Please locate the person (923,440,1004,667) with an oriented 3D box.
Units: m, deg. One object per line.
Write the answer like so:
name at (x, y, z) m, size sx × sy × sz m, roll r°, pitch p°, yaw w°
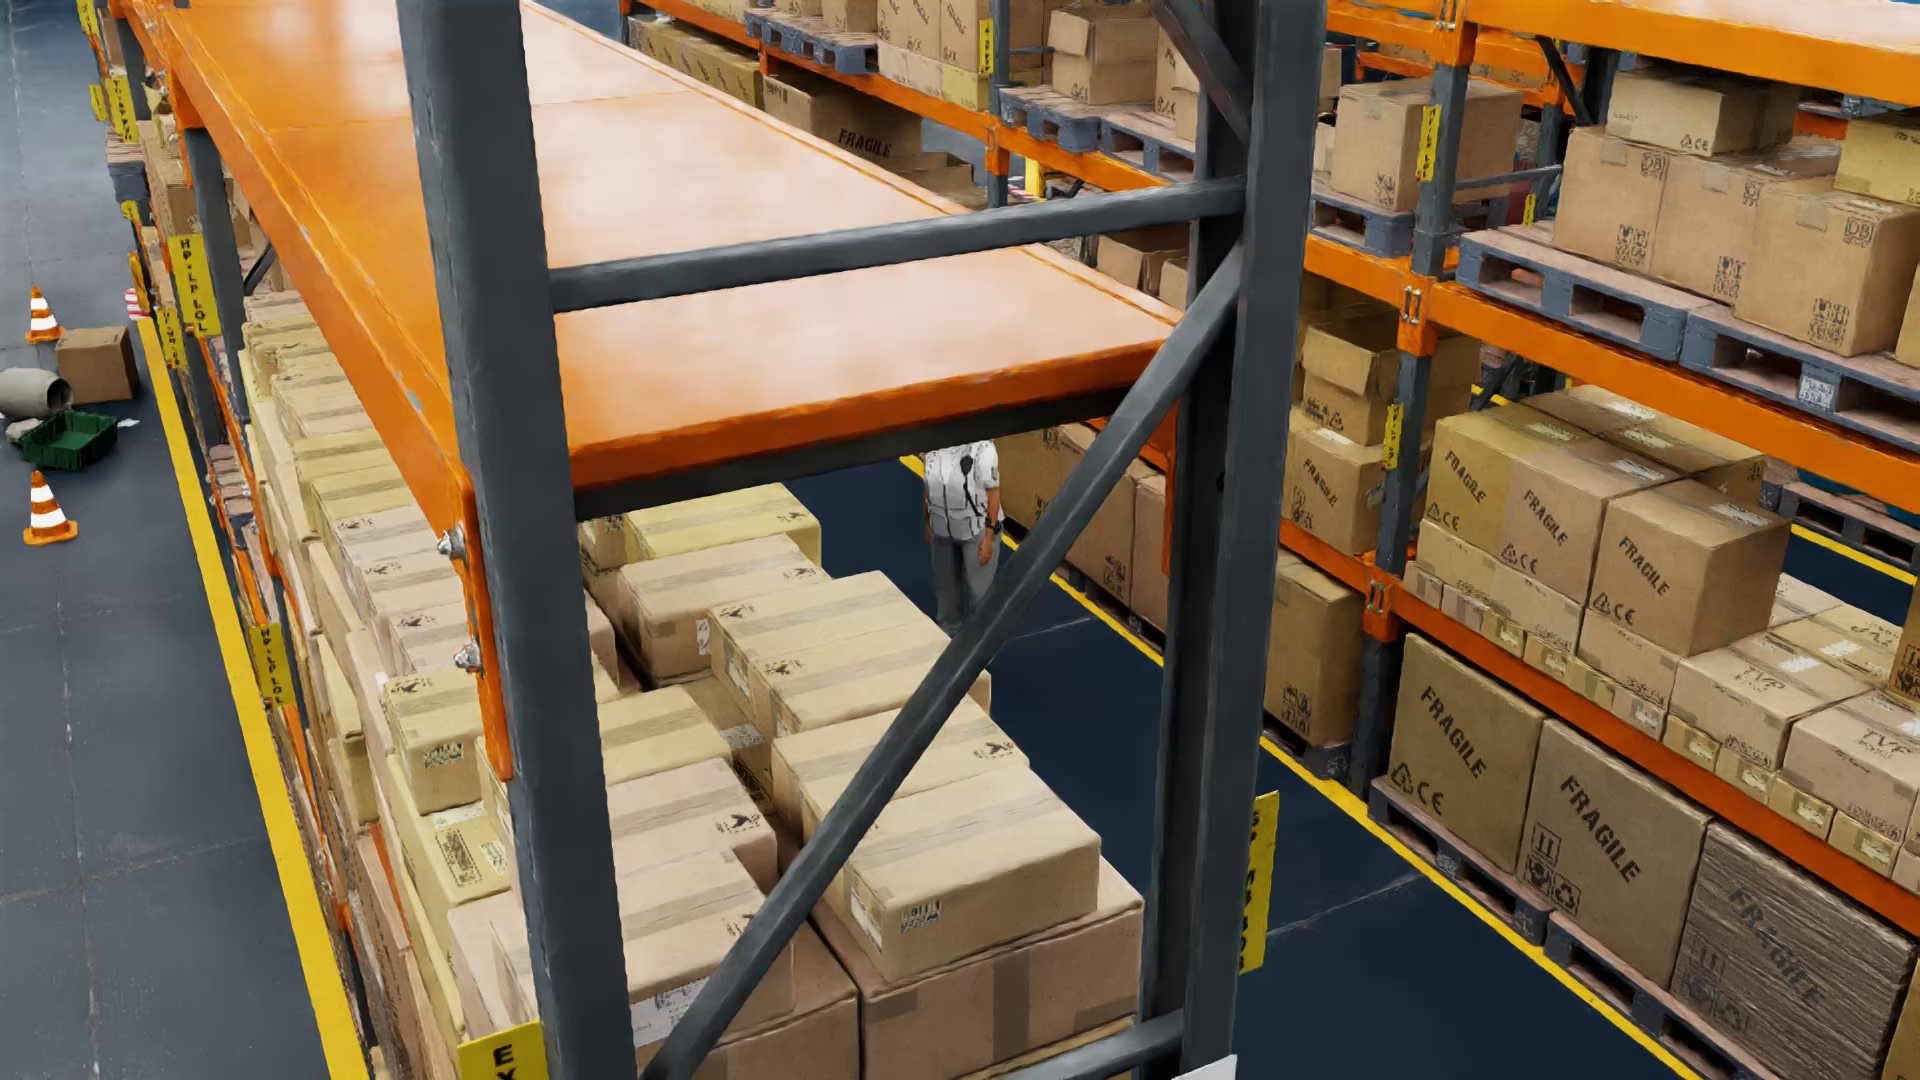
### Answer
person at (-0.022, -0.043, 9.656) m, size 0.546 × 1.673 × 0.462 m, roll 16°, pitch 30°, yaw 30°
